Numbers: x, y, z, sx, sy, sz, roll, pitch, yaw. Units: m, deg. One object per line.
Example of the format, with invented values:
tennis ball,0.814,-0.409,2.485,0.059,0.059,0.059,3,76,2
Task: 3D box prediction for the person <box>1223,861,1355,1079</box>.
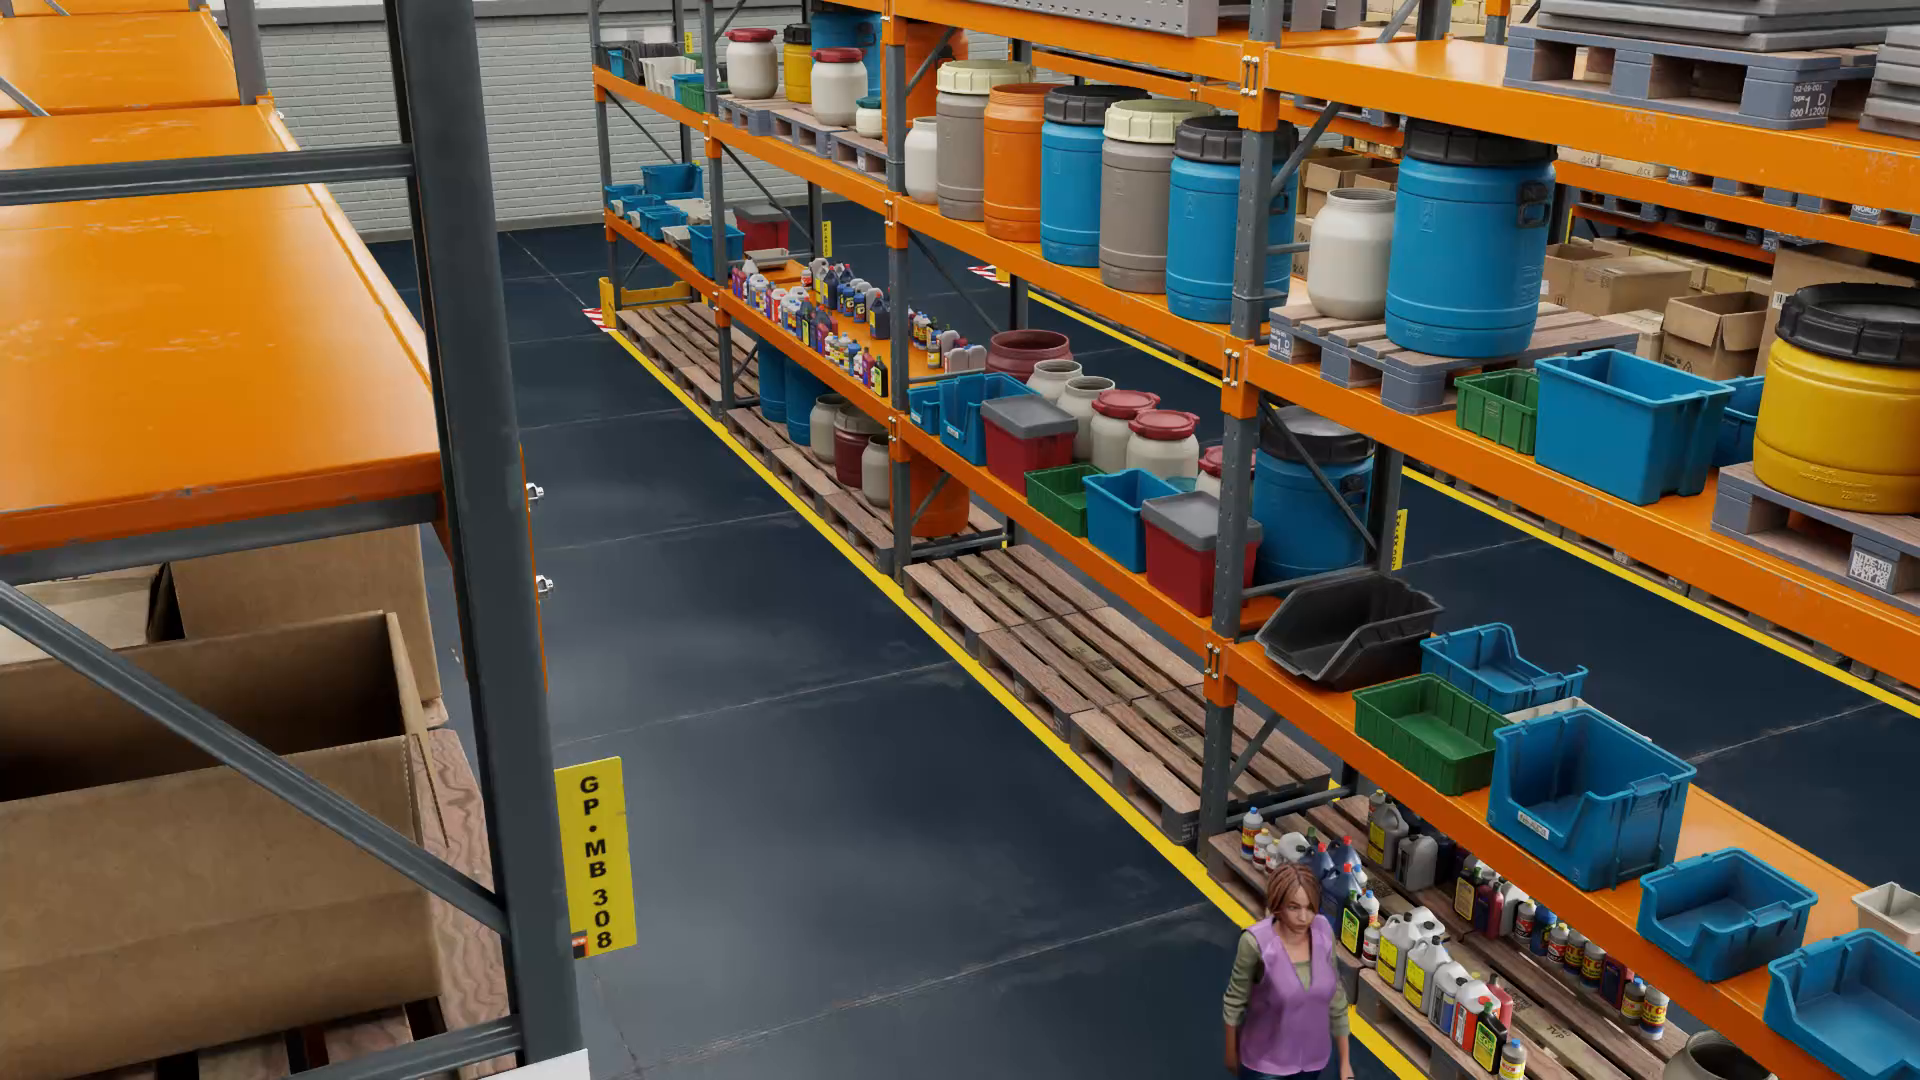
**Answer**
person,1.187,1.915,6.034,0.414,1.649,0.575,-9,24,-20
